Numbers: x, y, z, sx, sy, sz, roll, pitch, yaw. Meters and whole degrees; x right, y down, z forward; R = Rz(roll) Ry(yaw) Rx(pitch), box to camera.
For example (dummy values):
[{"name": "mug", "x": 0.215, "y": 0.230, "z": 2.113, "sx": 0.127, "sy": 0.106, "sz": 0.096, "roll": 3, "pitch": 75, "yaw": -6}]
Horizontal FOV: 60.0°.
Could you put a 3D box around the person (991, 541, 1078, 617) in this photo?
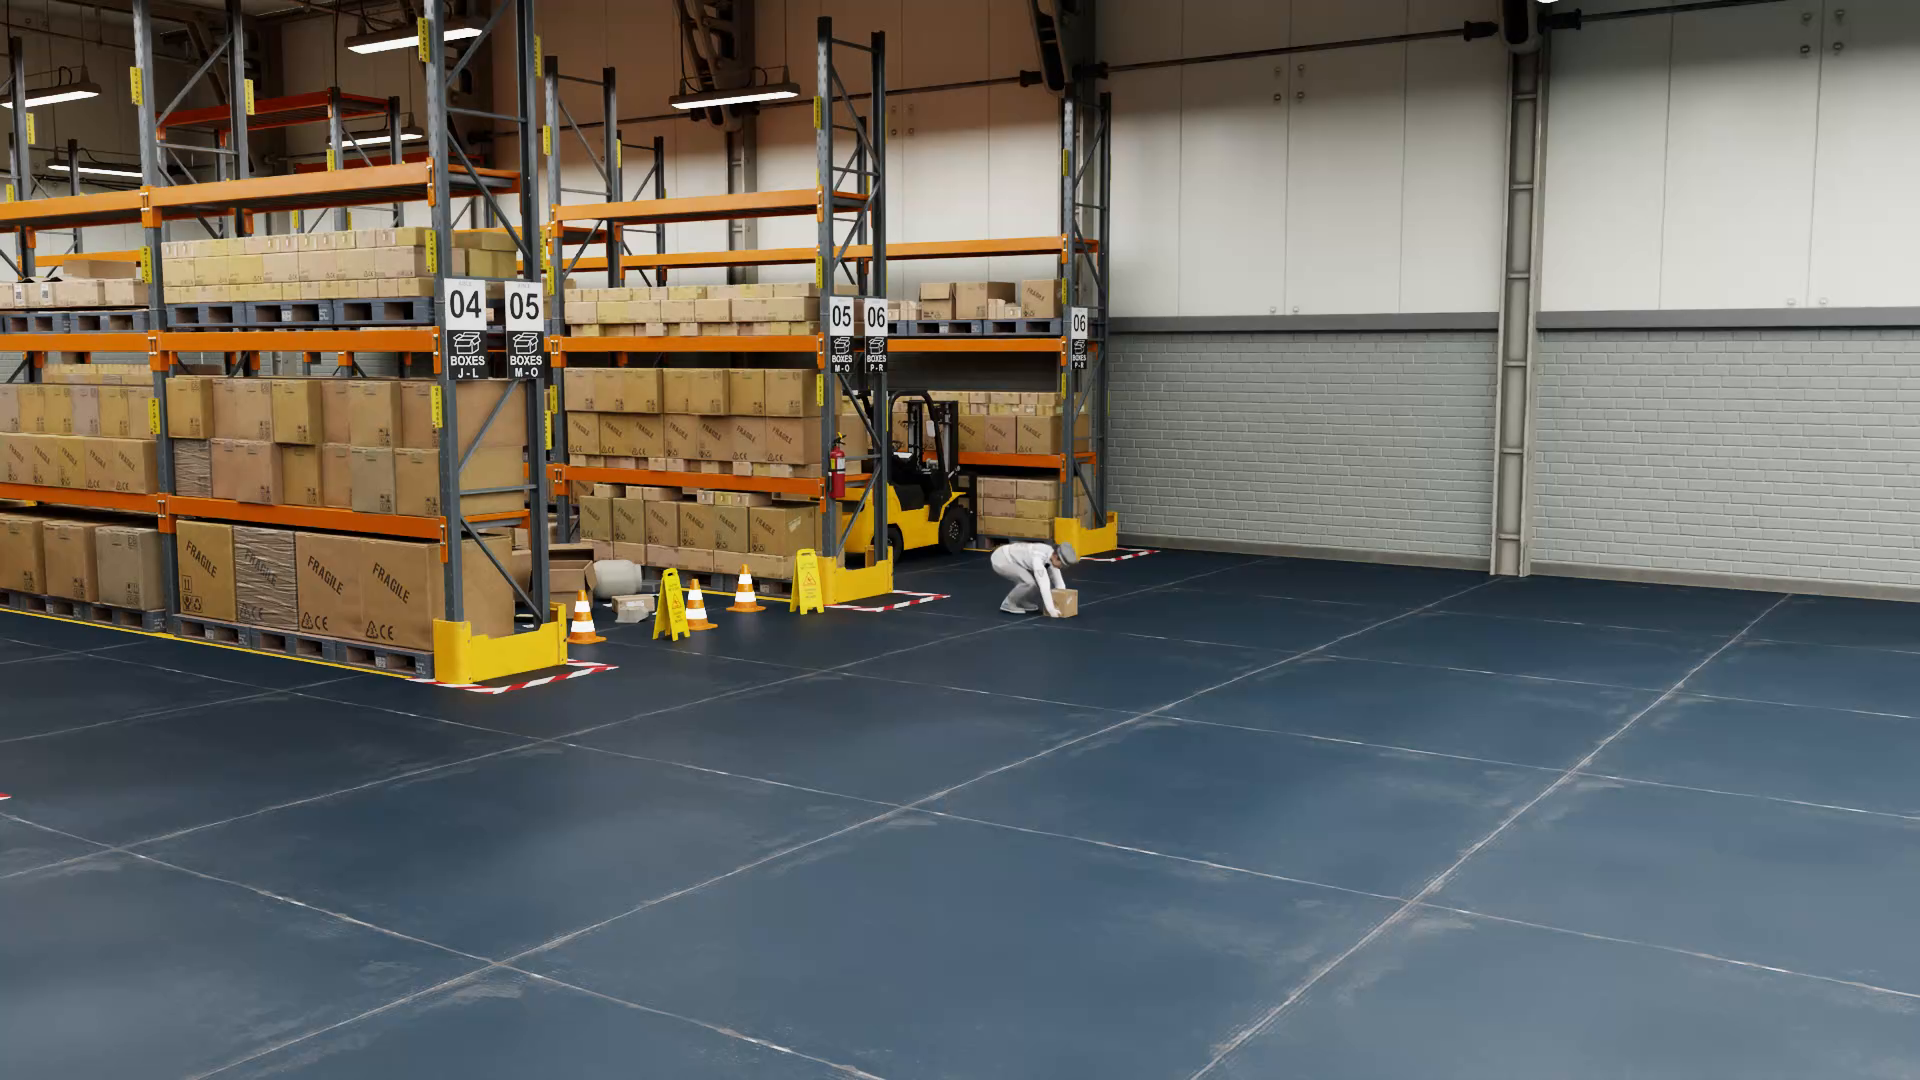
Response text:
[{"name": "person", "x": 0.755, "y": 0.375, "z": 16.844, "sx": 0.914, "sy": 0.763, "sz": 0.455, "roll": 4, "pitch": 8, "yaw": 32}]
